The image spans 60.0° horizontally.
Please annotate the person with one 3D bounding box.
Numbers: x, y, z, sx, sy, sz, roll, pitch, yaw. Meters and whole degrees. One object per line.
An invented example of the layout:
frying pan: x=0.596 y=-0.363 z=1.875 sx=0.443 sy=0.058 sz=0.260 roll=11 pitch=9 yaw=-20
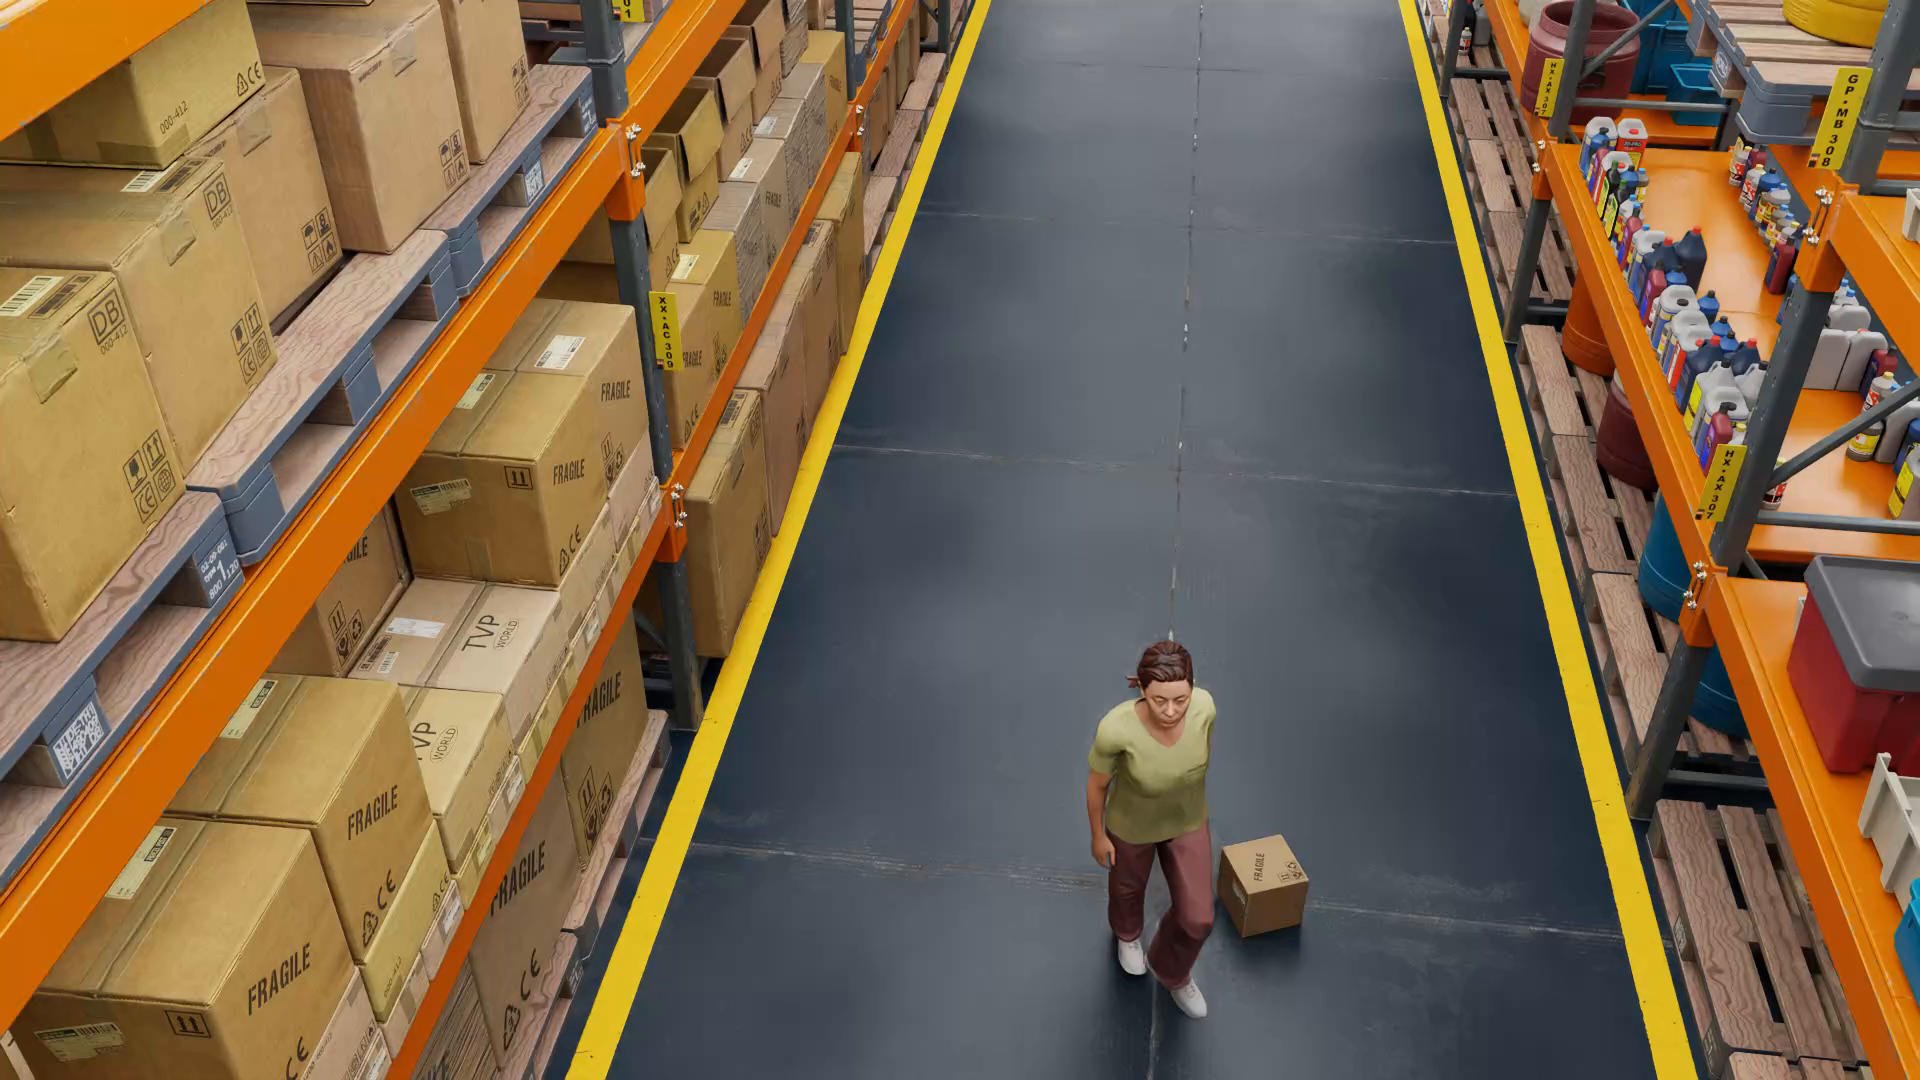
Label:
person: x=0.645 y=0.966 z=5.733 sx=0.473 sy=1.688 sz=0.539 roll=-6 pitch=37 yaw=-8
